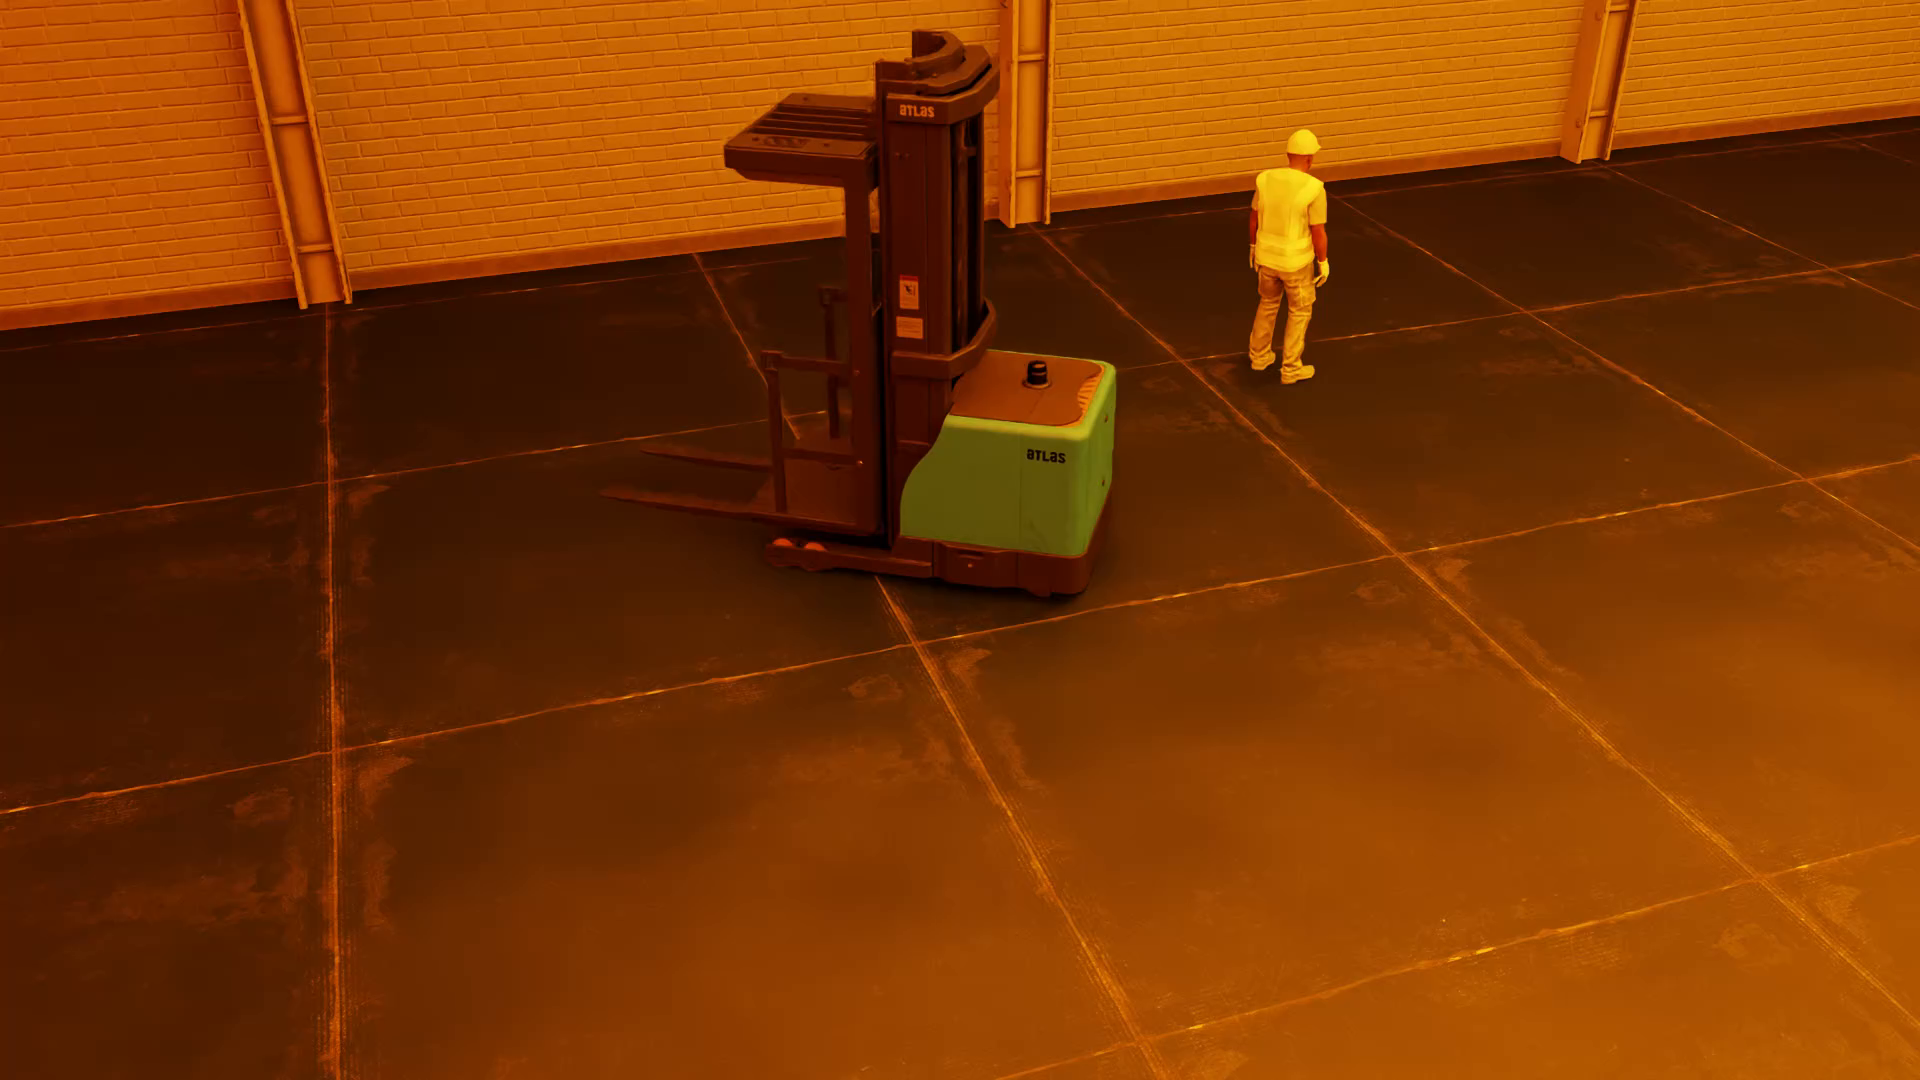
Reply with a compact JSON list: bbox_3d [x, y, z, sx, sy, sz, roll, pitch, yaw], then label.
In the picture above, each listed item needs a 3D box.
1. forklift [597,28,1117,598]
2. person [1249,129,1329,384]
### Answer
[{"bbox_3d":[-0.651,-1.331,9.401,3.031,2.935,1.130,7,31,12],"label":"forklift"},{"bbox_3d":[2.315,-1.992,11.716,0.621,1.774,0.436,26,39,37],"label":"person"}]
